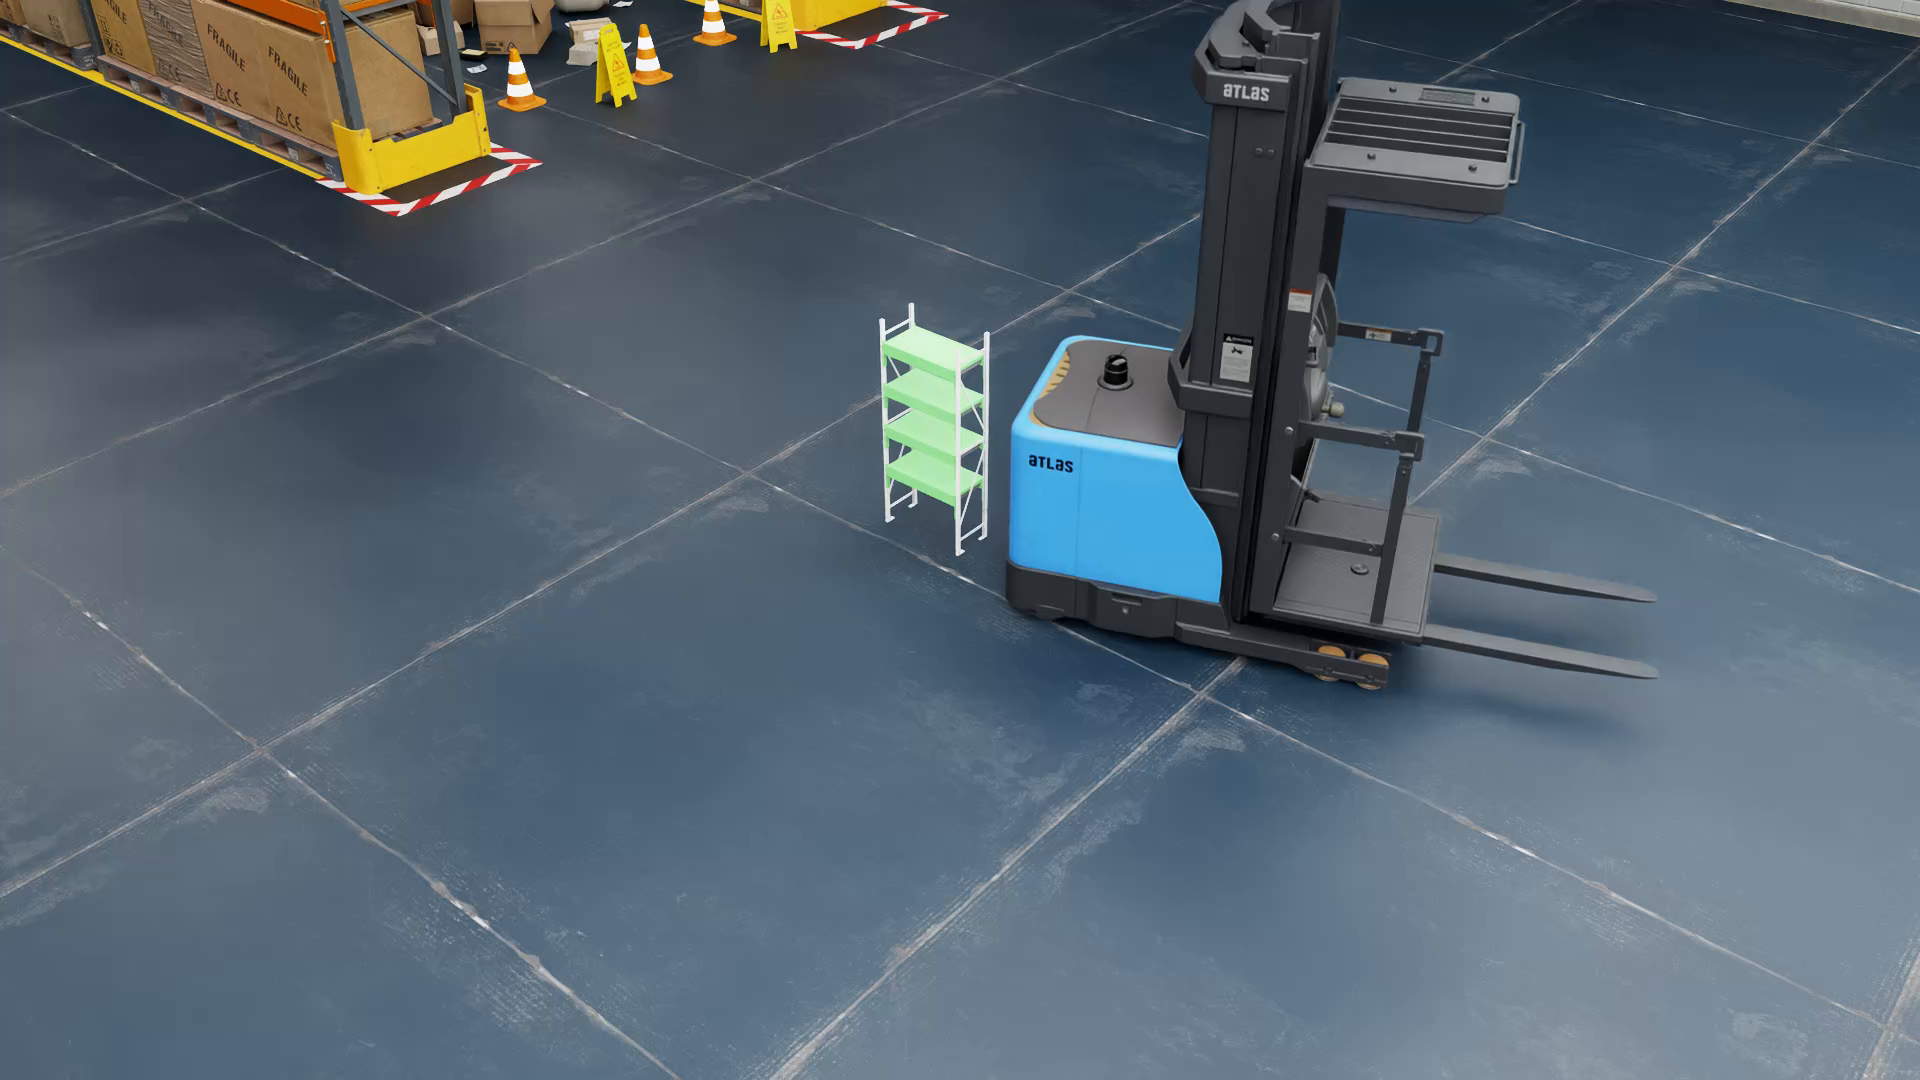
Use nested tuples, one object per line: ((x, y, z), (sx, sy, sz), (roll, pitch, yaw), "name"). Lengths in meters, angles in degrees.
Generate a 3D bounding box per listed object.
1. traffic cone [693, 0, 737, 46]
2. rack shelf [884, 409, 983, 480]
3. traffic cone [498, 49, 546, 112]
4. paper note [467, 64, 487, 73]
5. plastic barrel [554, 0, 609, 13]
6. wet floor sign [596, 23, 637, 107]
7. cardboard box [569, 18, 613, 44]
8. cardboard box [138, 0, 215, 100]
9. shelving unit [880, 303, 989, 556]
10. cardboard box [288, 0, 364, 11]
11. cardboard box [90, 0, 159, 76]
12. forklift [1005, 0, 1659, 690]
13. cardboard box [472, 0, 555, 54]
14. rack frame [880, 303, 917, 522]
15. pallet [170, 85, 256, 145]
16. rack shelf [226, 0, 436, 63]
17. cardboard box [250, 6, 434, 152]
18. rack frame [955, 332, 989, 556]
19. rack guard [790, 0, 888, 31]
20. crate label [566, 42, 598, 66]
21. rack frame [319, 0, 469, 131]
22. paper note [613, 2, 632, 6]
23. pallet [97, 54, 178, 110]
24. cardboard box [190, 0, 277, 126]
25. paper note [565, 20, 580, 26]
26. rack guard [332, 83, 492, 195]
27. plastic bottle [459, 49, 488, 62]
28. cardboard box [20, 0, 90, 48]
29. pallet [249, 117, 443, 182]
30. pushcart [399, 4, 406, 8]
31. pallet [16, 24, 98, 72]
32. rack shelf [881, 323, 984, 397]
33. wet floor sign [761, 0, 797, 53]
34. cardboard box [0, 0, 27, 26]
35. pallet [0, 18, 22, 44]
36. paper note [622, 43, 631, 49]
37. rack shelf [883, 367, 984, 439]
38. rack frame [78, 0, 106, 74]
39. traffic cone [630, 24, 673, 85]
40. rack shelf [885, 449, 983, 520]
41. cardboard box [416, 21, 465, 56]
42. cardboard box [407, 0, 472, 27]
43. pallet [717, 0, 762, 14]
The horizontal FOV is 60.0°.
((-2.296, -4.885, 15.454), (0.334, 0.463, 0.336), (25, 42, 32), "traffic cone")
((-0.127, -0.502, 8.534), (0.480, 0.148, 0.258), (25, 42, 32), "rack shelf")
((-3.729, -3.910, 14.035), (0.334, 0.463, 0.336), (25, 42, 32), "traffic cone")
((-4.316, -4.213, 14.859), (0.144, 0.017, 0.142), (-18, 38, -25), "paper note")
((-3.696, -5.364, 16.186), (0.512, 0.421, 0.421), (-6, 35, -8), "plastic barrel")
((-2.940, -4.026, 14.043), (0.232, 0.644, 0.267), (18, 38, 24), "wet floor sign")
((-3.439, -4.757, 15.545), (0.380, 0.149, 0.250), (-12, 36, -17), "cardboard box")
((-6.170, -4.309, 13.880), (0.875, 0.875, 0.875), (26, 42, 32), "cardboard box")
((-0.127, -0.555, 8.498), (0.503, 1.200, 0.258), (25, 42, 32), "shelving unit")
((-4.544, -4.322, 12.262), (0.550, 0.550, 0.875), (25, 42, 32), "cardboard box")
((-6.865, -4.634, 14.354), (0.875, 0.875, 0.875), (26, 42, 32), "cardboard box")
((1.798, -0.851, 7.400), (3.031, 2.935, 1.130), (10, 36, 15), "forklift")
((-4.110, -4.842, 15.356), (0.637, 0.503, 0.797), (0, 34, 0), "cardboard box")
((-0.315, -0.643, 8.626), (0.015, 1.200, 0.240), (25, 42, 32), "rack frame")
((-5.827, -3.694, 13.942), (1.213, 0.211, 1.003), (25, 42, 32), "pallet")
((-5.766, -4.574, 13.396), (4.000, 0.370, 1.077), (25, 42, 32), "rack shelf")
((-4.793, -3.660, 12.936), (0.875, 0.875, 0.875), (26, 42, 32), "cardboard box")
((0.060, -0.466, 8.369), (0.015, 1.200, 0.240), (25, 42, 32), "rack frame")
((-1.198, -5.333, 16.074), (0.348, 0.500, 1.175), (25, 42, 32), "rack guard")
((-3.389, -4.402, 15.039), (0.298, 0.136, 0.250), (6, 35, 8), "crate label")
((-4.229, -4.146, 12.137), (0.127, 3.000, 1.000), (25, 42, 32), "rack frame")
((-3.334, -5.311, 16.456), (0.148, 0.019, 0.142), (12, 36, 16), "paper note")
((-6.769, -4.136, 14.586), (1.213, 0.211, 1.003), (25, 42, 32), "pallet")
((-5.470, -3.978, 13.398), (0.875, 0.875, 0.875), (25, 41, 31), "cardboard box")
((-3.697, -4.957, 15.951), (0.148, 0.019, 0.142), (-18, 38, -25), "paper note")
((-4.211, -3.107, 12.832), (0.348, 0.500, 1.175), (25, 42, 32), "rack guard")
((-4.448, -4.409, 15.116), (0.283, 0.061, 0.133), (12, 36, 16), "plastic bottle")
((-7.838, -5.026, 15.035), (0.750, 0.750, 1.050), (25, 42, 32), "cardboard box")
((-4.894, -3.252, 13.299), (1.213, 0.211, 1.003), (25, 42, 32), "pallet")
((-5.634, -5.694, 16.708), (0.936, 0.377, 1.648), (12, 36, 16), "pushcart")
((-7.945, -4.692, 15.396), (1.213, 0.211, 1.003), (25, 42, 32), "pallet")
((-0.127, -0.898, 8.262), (0.480, 0.148, 0.258), (25, 42, 32), "rack shelf")
((-1.679, -4.831, 15.215), (0.267, 0.644, 0.232), (-18, 38, -25), "wet floor sign")
((-8.577, -5.377, 15.547), (0.750, 0.750, 1.050), (25, 42, 32), "cardboard box")
((-8.887, -5.134, 16.039), (1.213, 0.211, 1.003), (25, 42, 32), "pallet")
((-3.140, -4.589, 15.405), (0.142, 0.019, 0.148), (12, 36, 16), "paper note")
((-0.127, -0.700, 8.398), (0.480, 0.148, 0.258), (25, 42, 32), "rack shelf")
((-7.303, -5.595, 14.247), (0.127, 3.000, 1.000), (25, 42, 32), "rack frame")
((-2.745, -4.279, 14.572), (0.334, 0.463, 0.336), (25, 42, 32), "traffic cone")
((-0.127, -0.304, 8.670), (0.480, 0.148, 0.258), (25, 42, 32), "rack shelf")
((-4.804, -4.646, 15.281), (0.396, 0.266, 0.258), (-26, 42, -32), "cardboard box")
((-4.834, -5.233, 15.805), (0.503, 0.637, 0.797), (25, 42, 32), "cardboard box")
((-1.800, -5.524, 16.607), (1.213, 0.211, 1.003), (25, 42, 32), "pallet")
